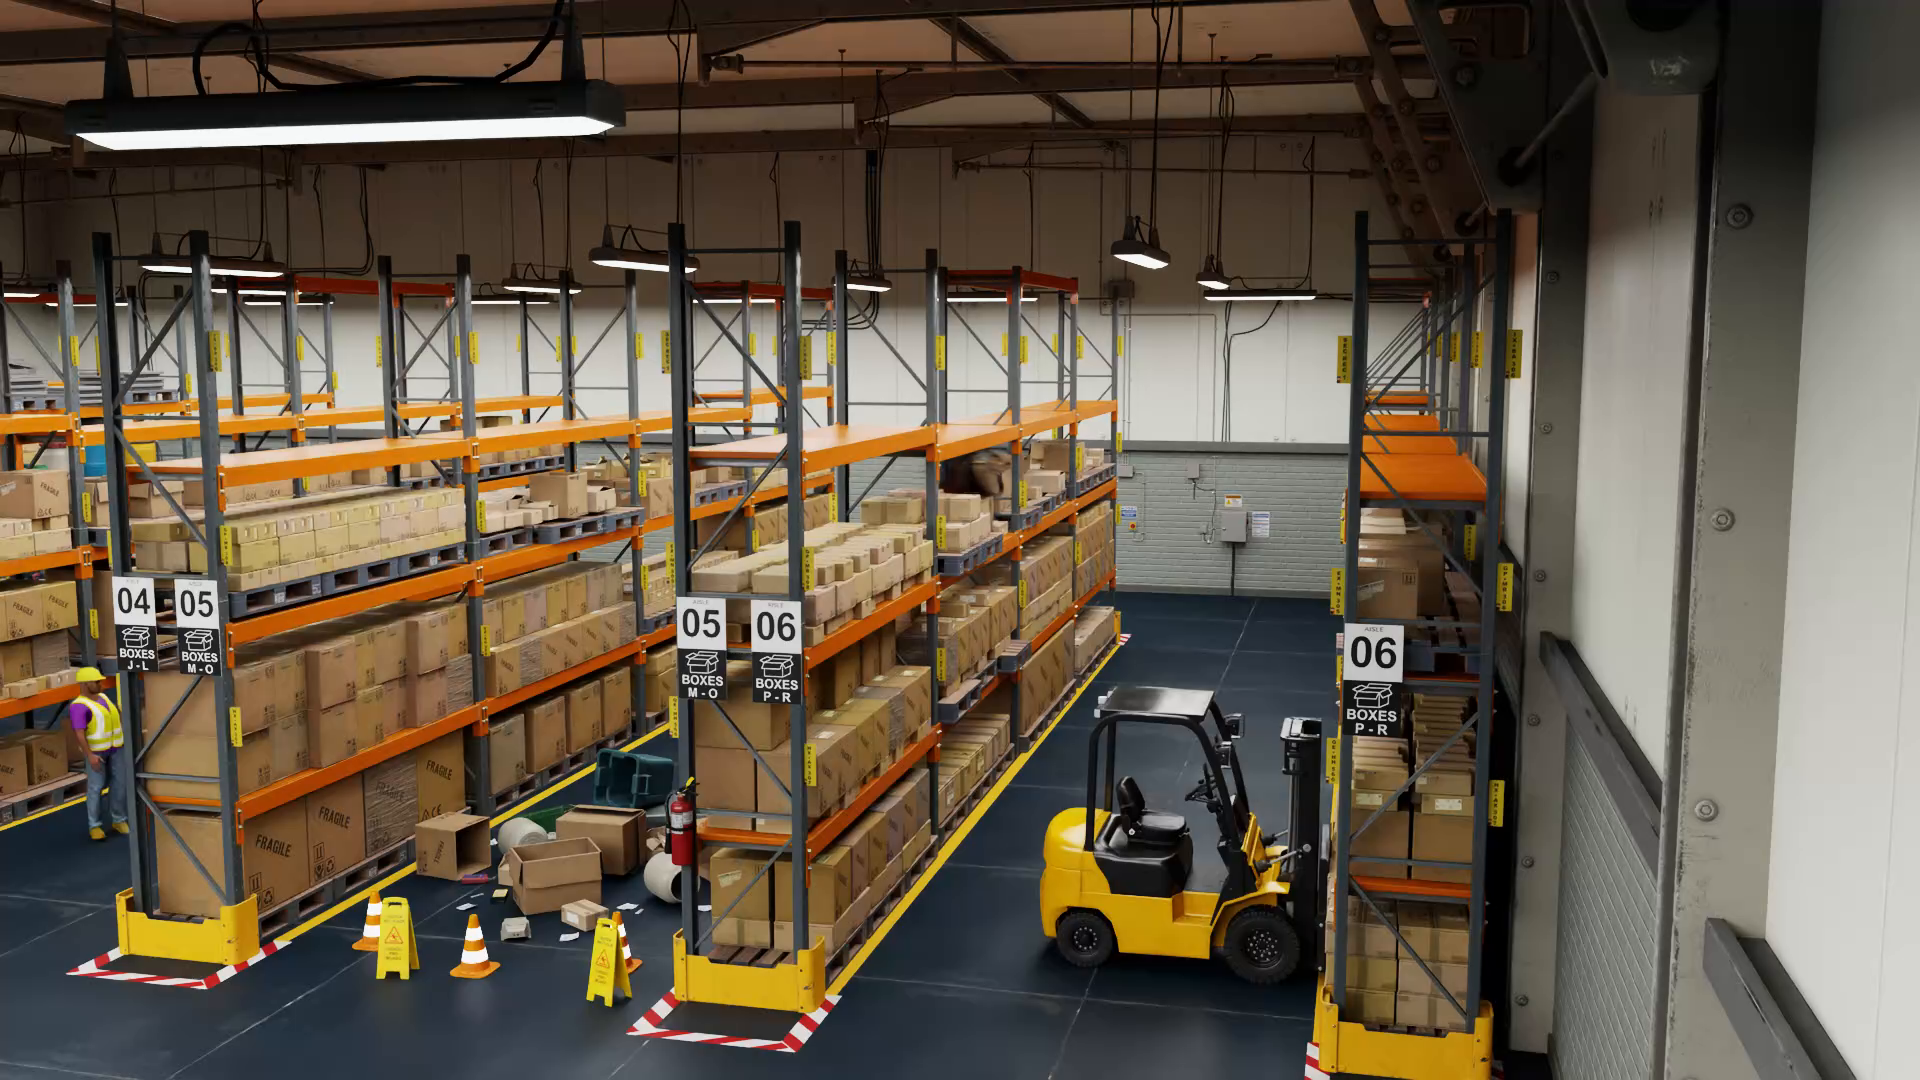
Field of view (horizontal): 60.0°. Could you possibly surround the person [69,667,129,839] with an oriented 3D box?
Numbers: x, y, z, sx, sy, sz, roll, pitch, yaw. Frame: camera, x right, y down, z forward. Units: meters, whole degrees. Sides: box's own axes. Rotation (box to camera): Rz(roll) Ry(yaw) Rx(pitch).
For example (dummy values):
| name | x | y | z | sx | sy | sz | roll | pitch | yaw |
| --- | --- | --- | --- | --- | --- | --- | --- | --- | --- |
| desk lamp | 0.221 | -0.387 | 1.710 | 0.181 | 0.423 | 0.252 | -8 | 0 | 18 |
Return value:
| name | x | y | z | sx | sy | sz | roll | pitch | yaw |
| --- | --- | --- | --- | --- | --- | --- | --- | --- | --- |
| person | -8.877 | 2.209 | 17.244 | 0.593 | 1.803 | 0.658 | 4 | 8 | 30 |
